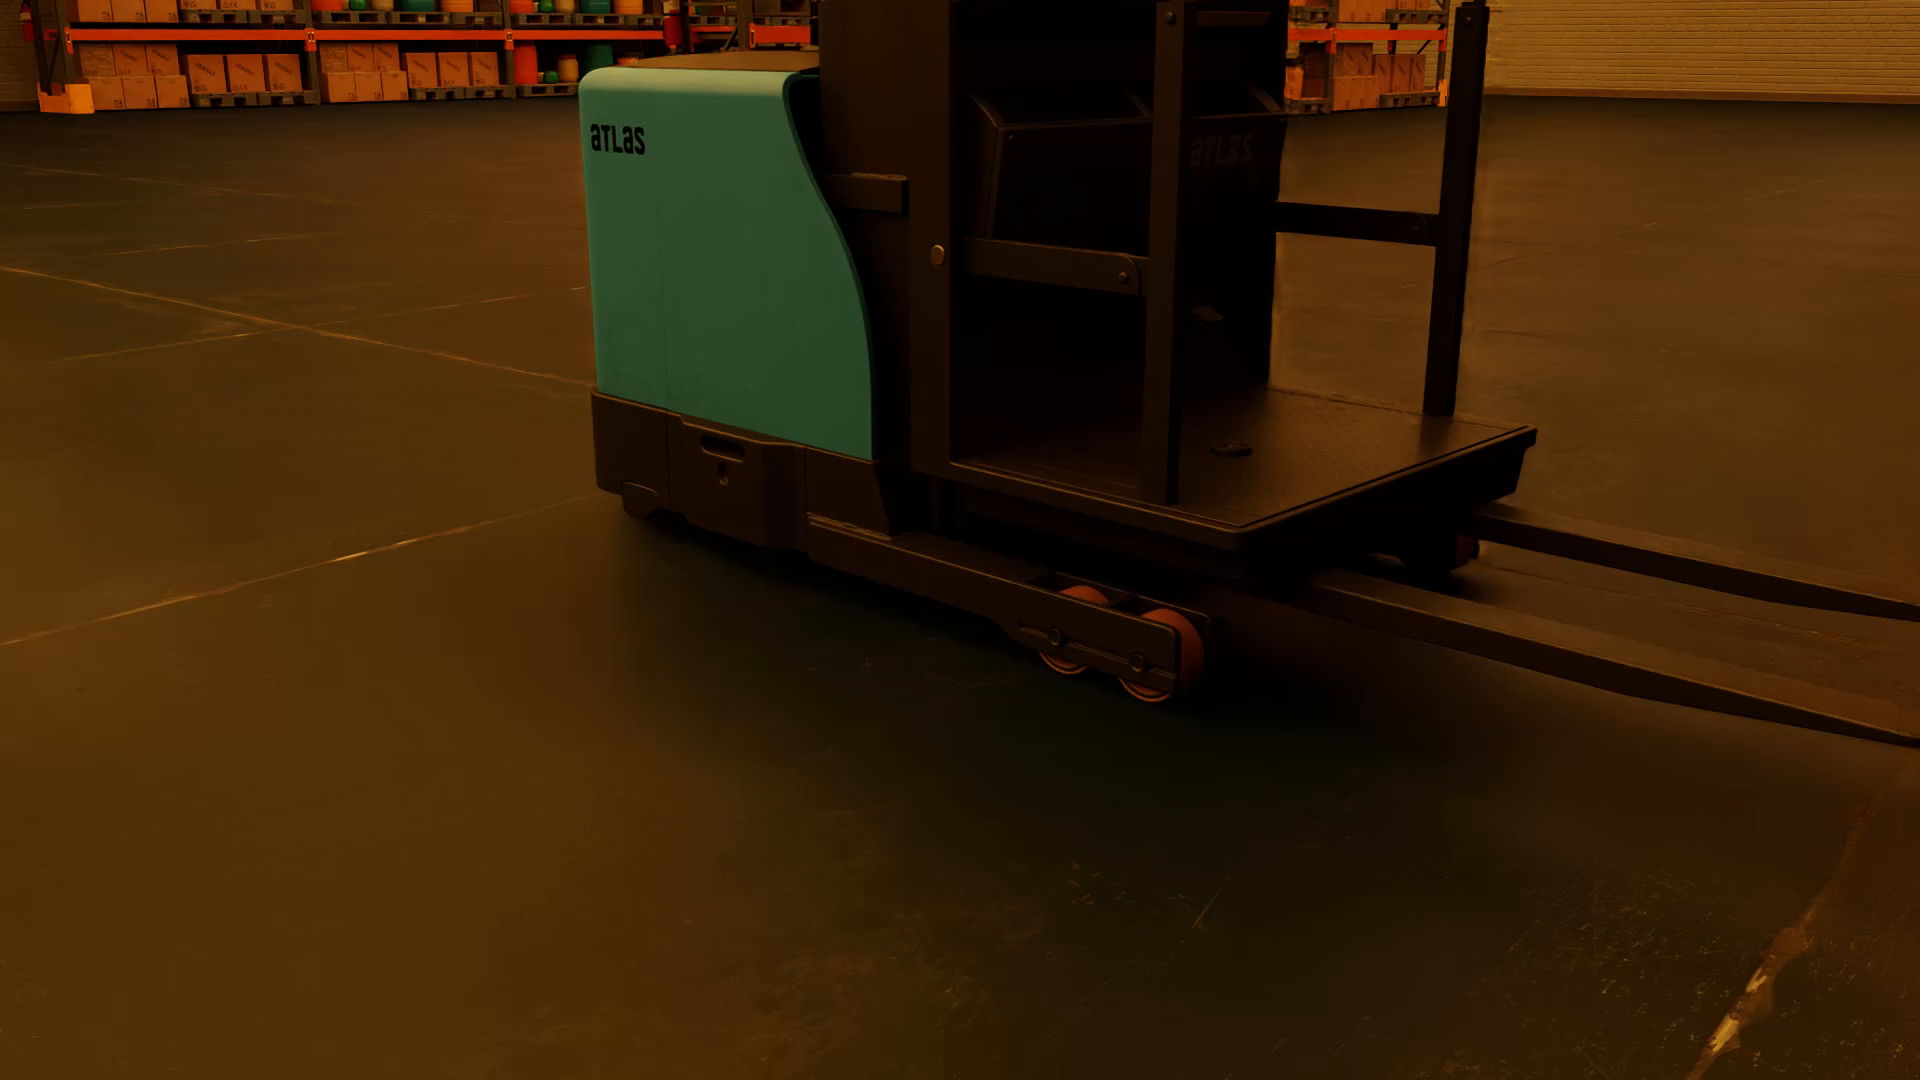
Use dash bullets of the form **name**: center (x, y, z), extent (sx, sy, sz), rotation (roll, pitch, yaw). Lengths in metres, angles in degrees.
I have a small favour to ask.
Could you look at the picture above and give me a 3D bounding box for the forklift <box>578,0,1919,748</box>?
- **forklift**: center (0.501, -1.281, 3.116), extent (3.031, 2.935, 1.130), rotation (16, 23, 42)
